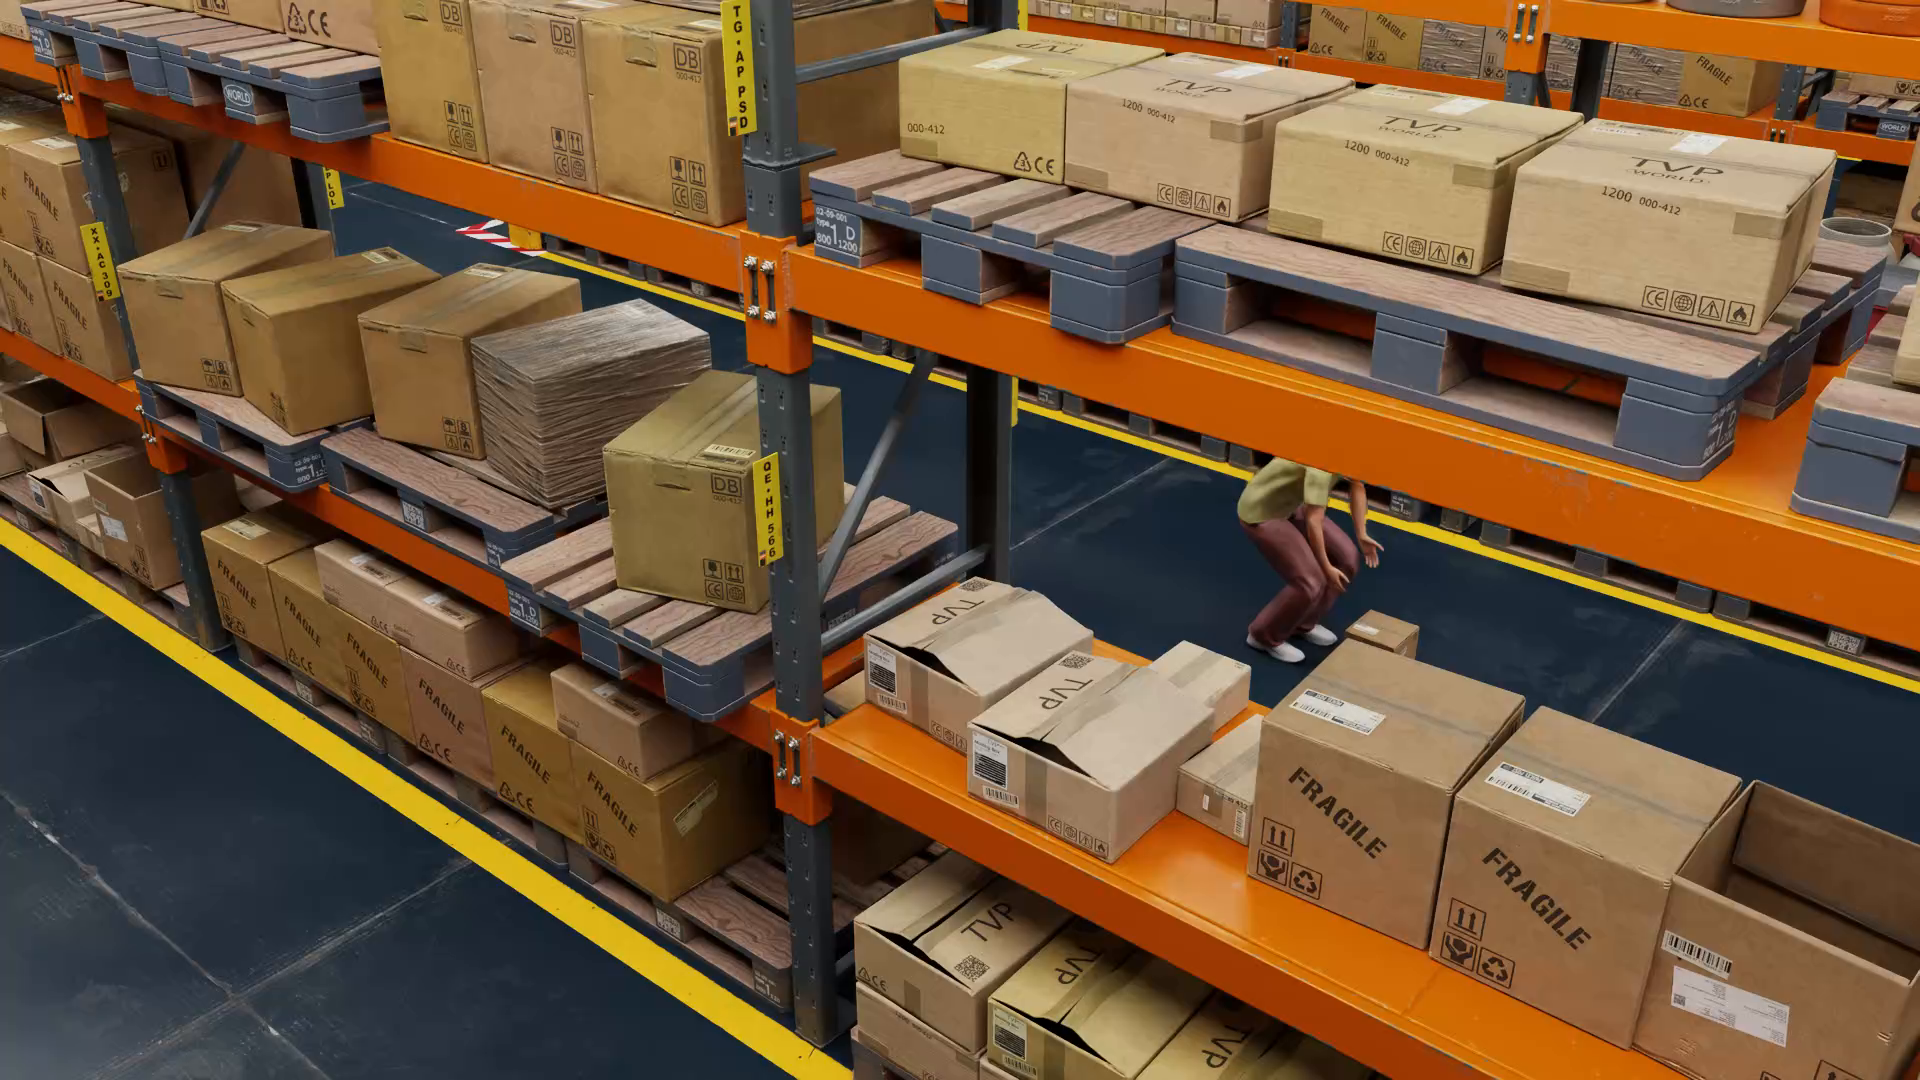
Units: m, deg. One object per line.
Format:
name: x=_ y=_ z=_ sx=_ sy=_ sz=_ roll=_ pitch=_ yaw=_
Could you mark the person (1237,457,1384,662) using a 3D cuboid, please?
person: x=1.640 y=-0.064 z=7.683 sx=0.696 sy=1.275 sz=0.511 roll=21 pitch=34 yaw=34
